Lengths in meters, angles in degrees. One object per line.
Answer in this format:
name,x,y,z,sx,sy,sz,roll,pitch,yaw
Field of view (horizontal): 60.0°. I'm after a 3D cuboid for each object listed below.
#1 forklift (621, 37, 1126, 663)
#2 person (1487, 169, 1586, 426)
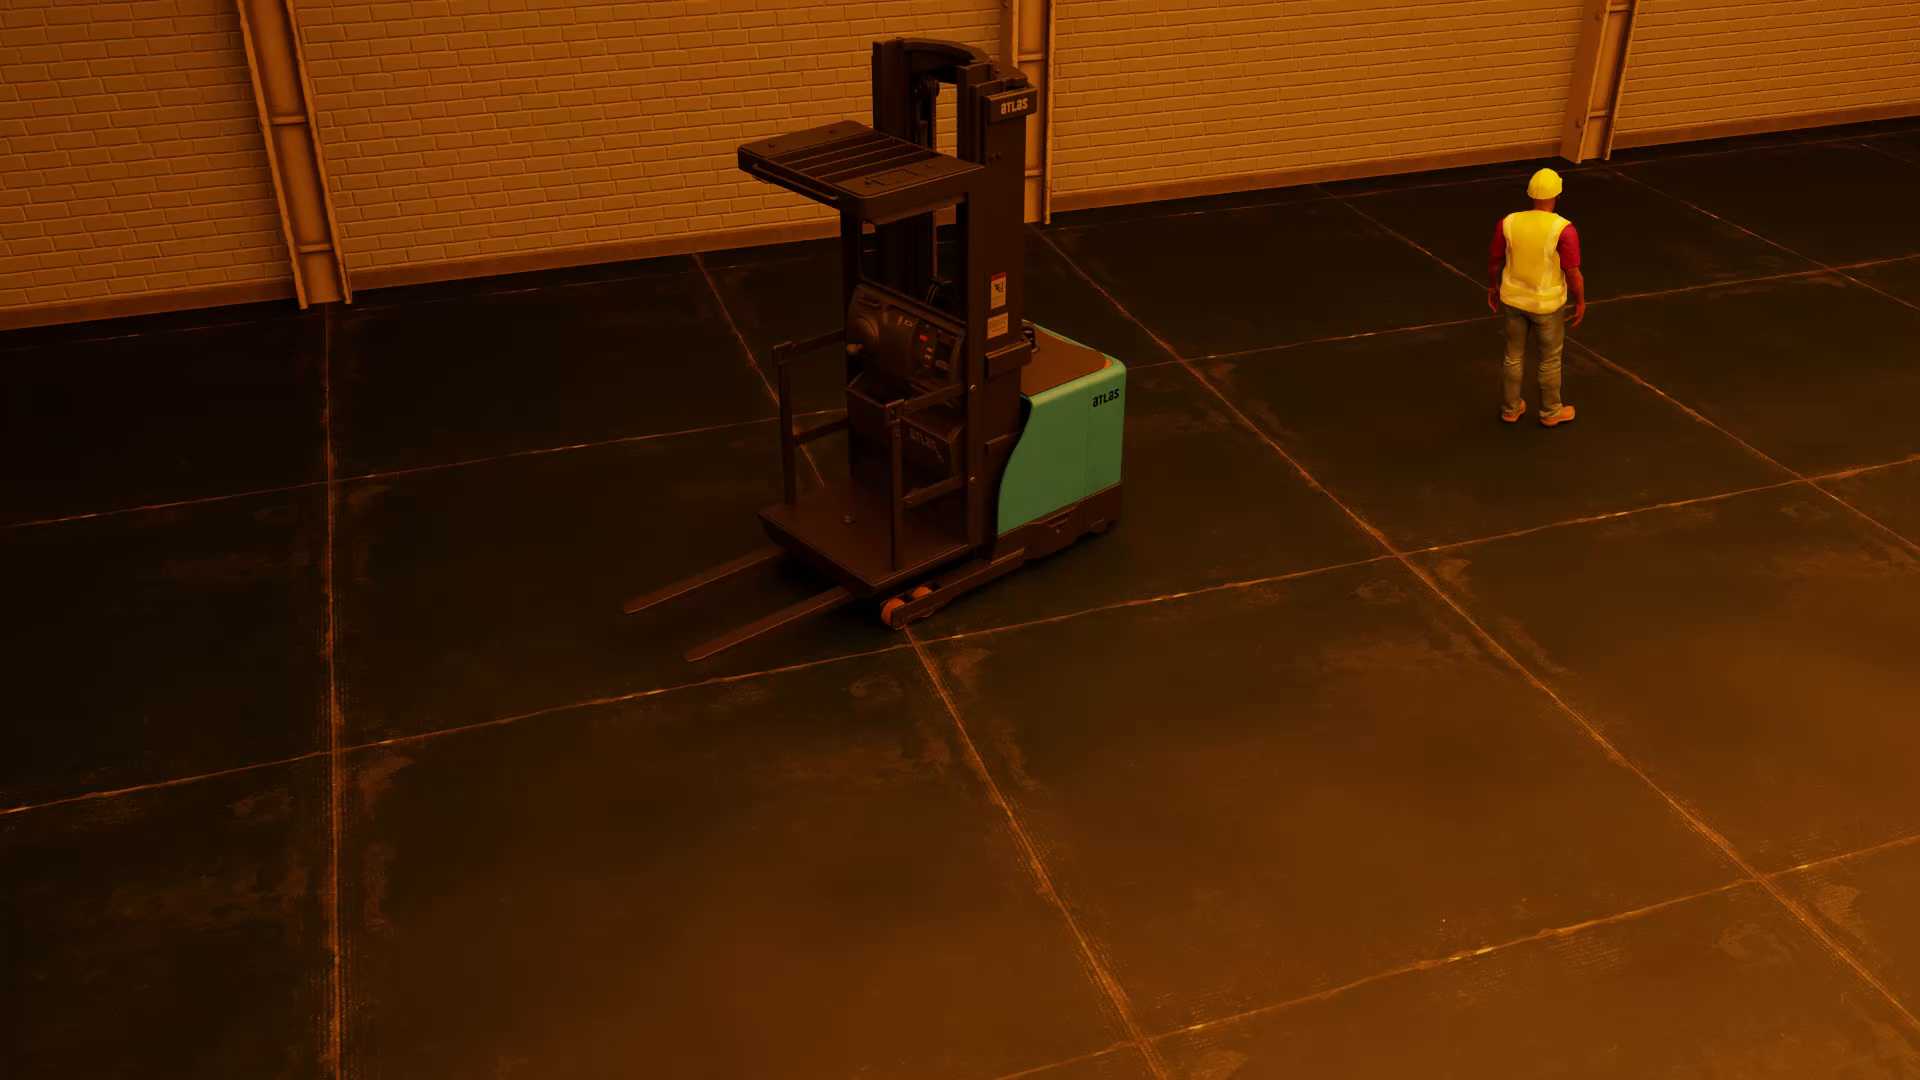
forklift,-0.461,-1.072,8.951,3.031,2.935,1.130,-23,37,-34
person,3.847,-1.620,11.057,0.665,1.769,0.574,24,38,35
